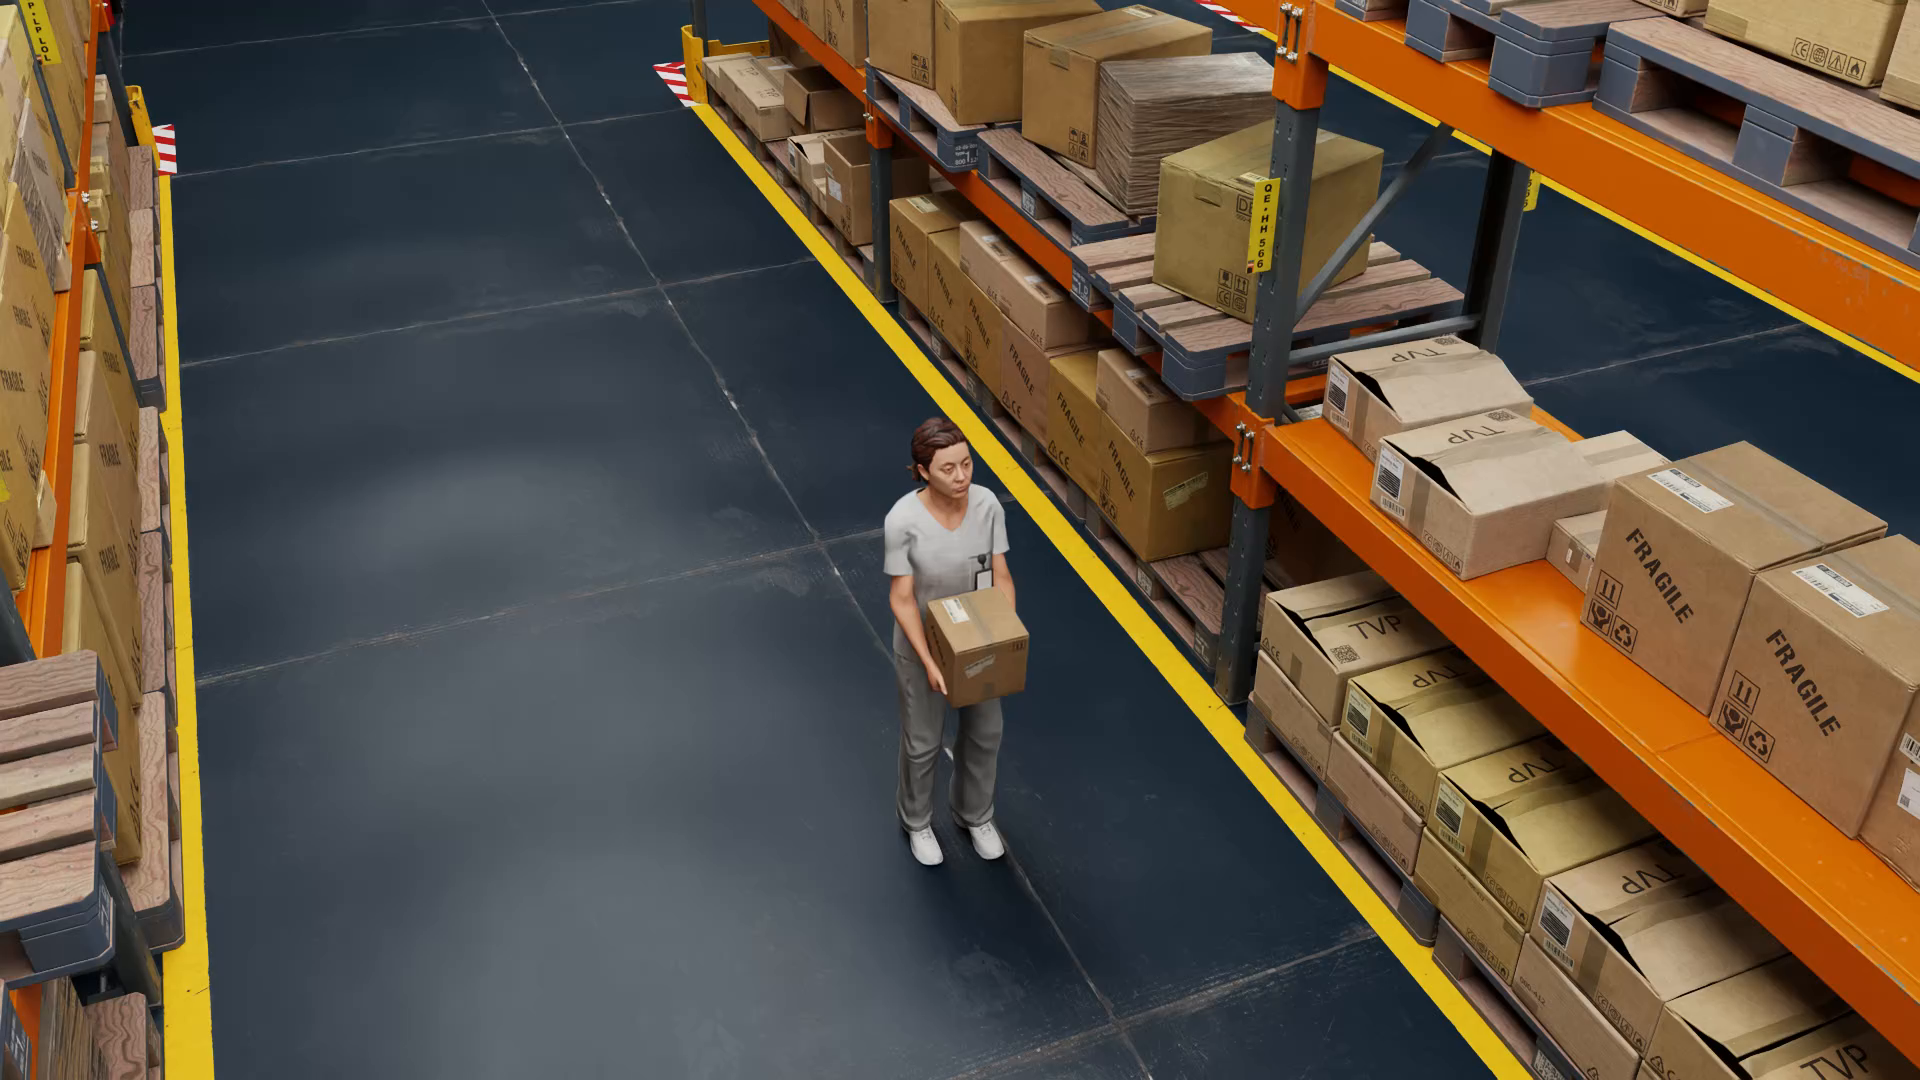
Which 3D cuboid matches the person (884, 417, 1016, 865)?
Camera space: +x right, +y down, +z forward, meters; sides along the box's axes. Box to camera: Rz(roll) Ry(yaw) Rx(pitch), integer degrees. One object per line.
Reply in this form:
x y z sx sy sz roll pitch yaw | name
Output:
-0.019 0.391 5.565 0.436 1.666 0.554 -13 36 -18 | person
